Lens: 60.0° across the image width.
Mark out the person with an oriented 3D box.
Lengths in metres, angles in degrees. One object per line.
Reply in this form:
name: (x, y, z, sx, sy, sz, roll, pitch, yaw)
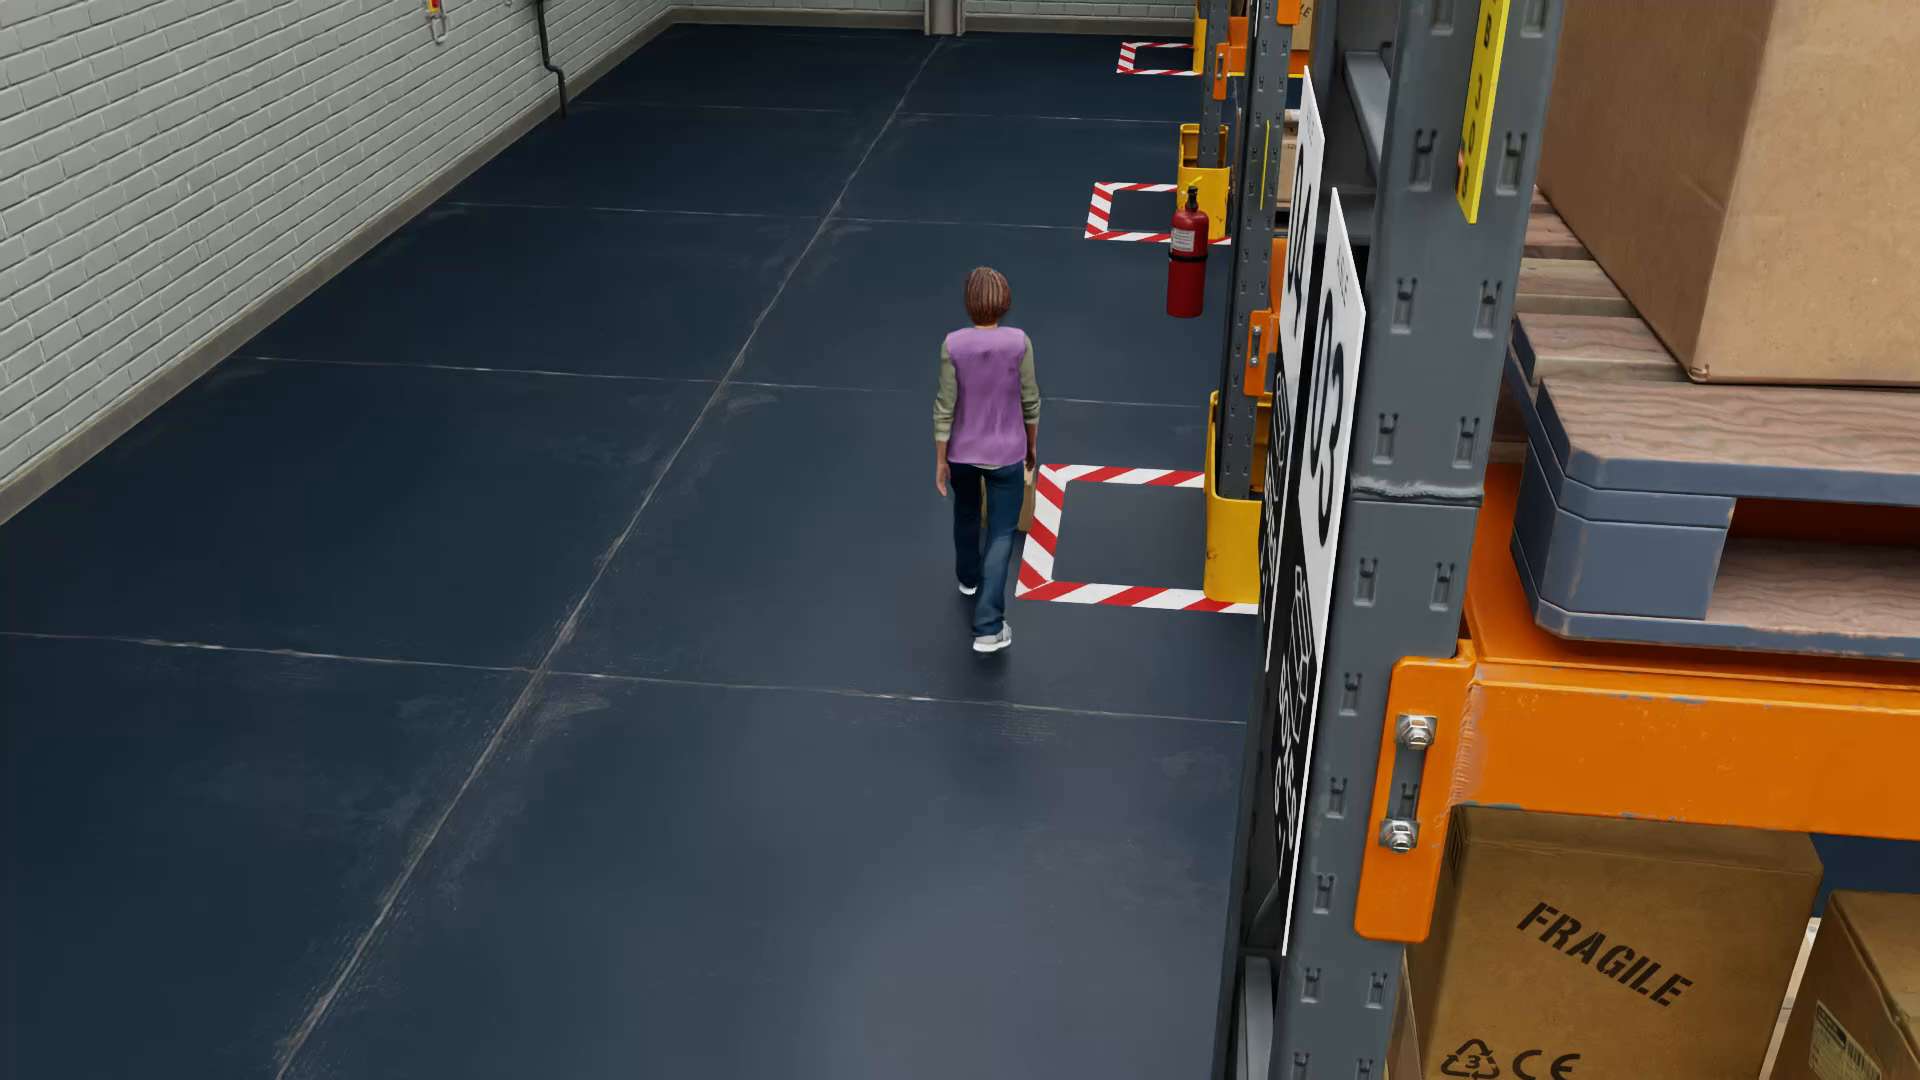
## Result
person: (0.107, -0.348, 6.776, 0.424, 1.548, 0.880, 4, 29, 7)
